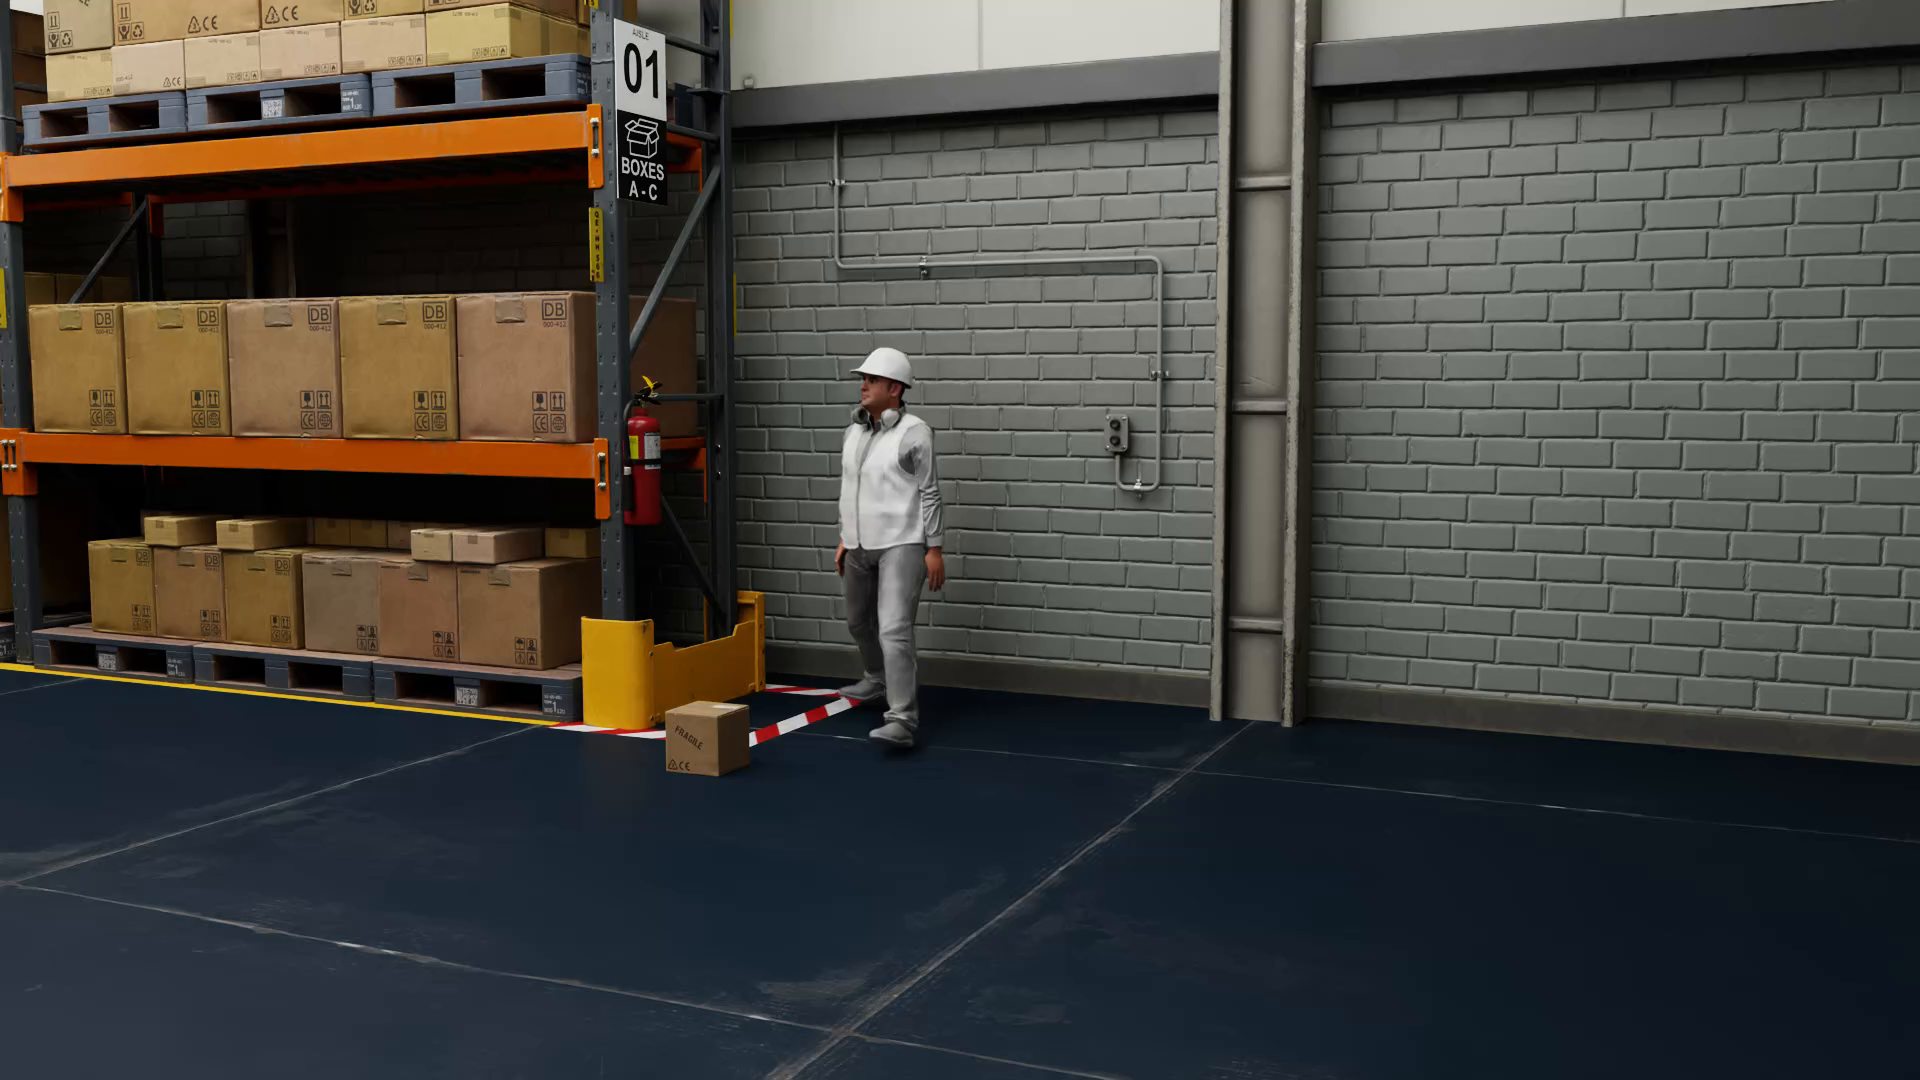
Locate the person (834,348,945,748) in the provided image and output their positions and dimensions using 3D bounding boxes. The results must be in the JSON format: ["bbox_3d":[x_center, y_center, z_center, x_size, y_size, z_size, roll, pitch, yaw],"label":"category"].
[{"bbox_3d":[-0.371,0.007,7.489,0.909,1.730,0.869,5,7,42],"label":"person"}]
